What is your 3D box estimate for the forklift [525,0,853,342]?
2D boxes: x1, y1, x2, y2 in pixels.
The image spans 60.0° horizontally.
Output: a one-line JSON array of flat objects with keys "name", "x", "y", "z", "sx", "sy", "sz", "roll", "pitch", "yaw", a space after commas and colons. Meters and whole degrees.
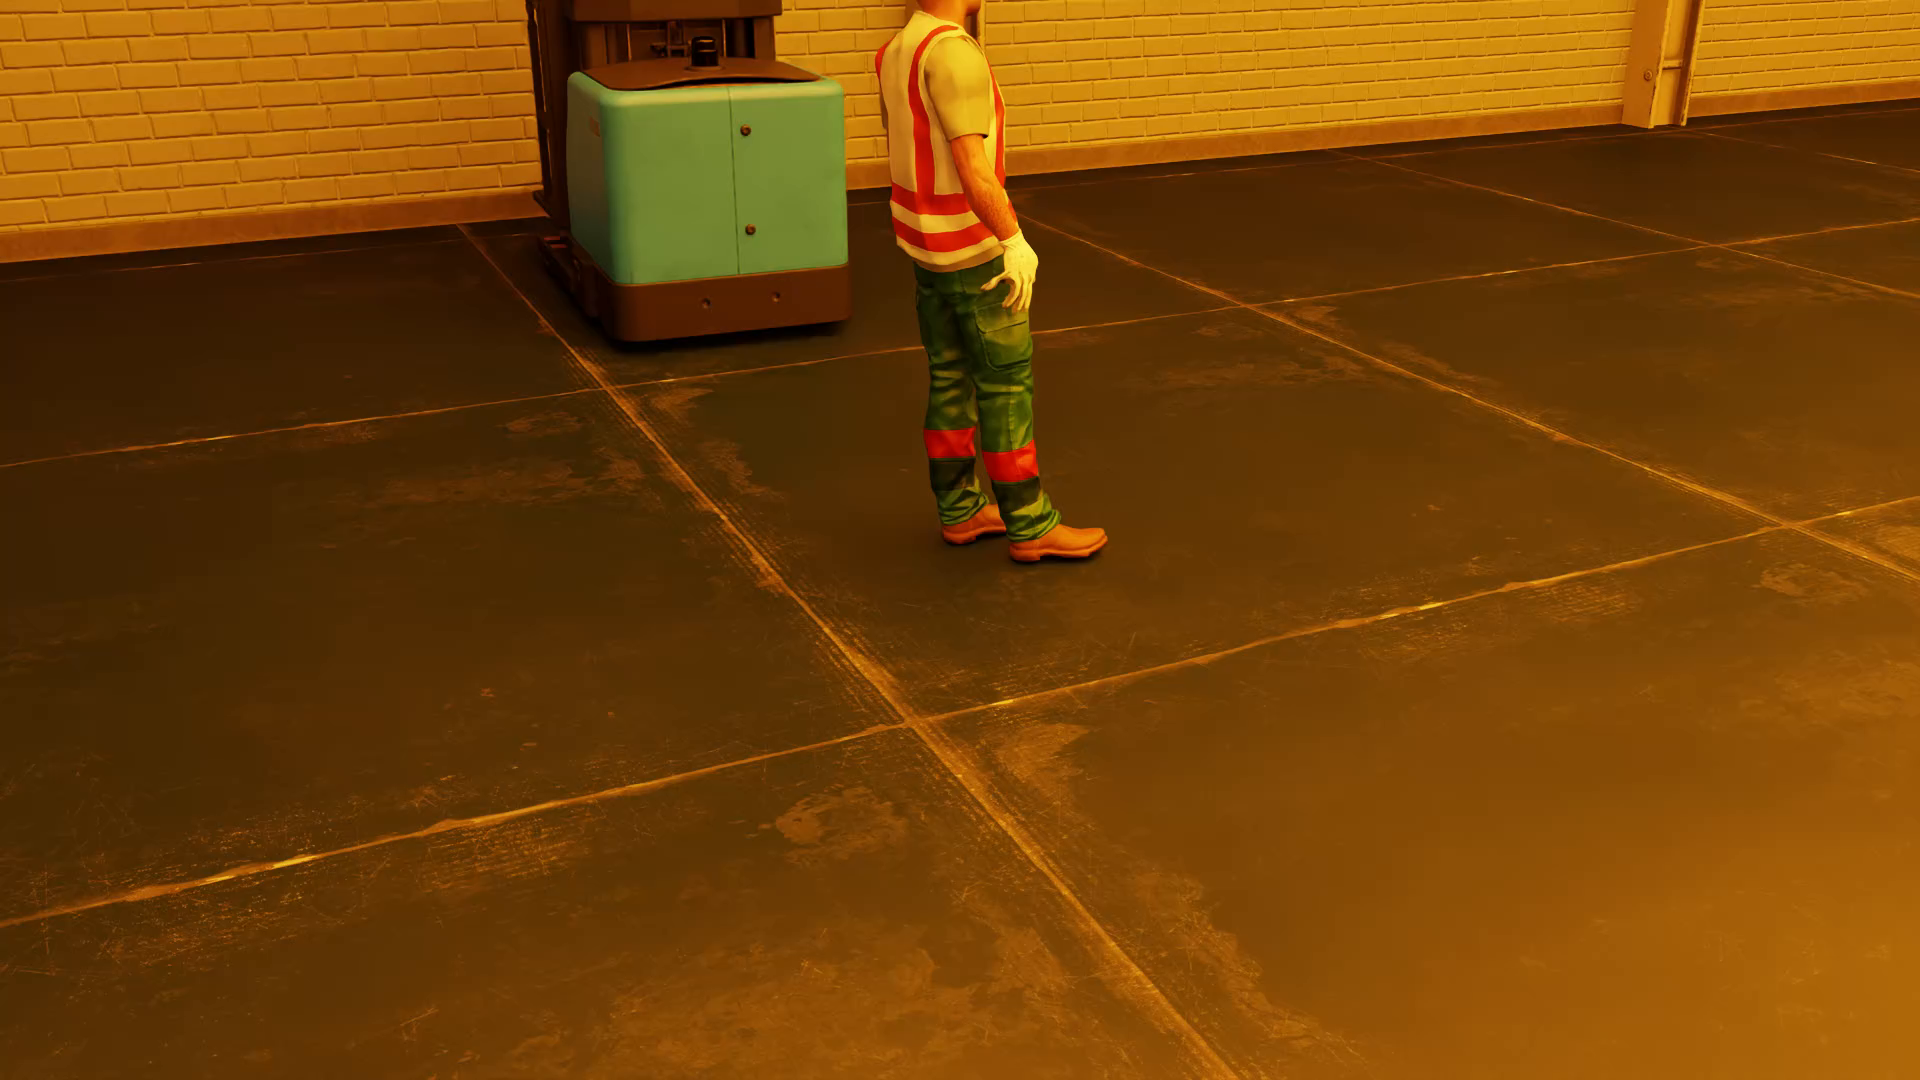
[{"name": "forklift", "x": -1.493, "y": -2.709, "z": 7.807, "sx": 1.130, "sy": 2.935, "sz": 3.031, "roll": -9, "pitch": 24, "yaw": -20}]

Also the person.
[{"name": "person", "x": 0.078, "y": -0.842, "z": 4.784, "sx": 0.562, "sy": 1.789, "sz": 0.638, "roll": -10, "pitch": 25, "yaw": -23}]
